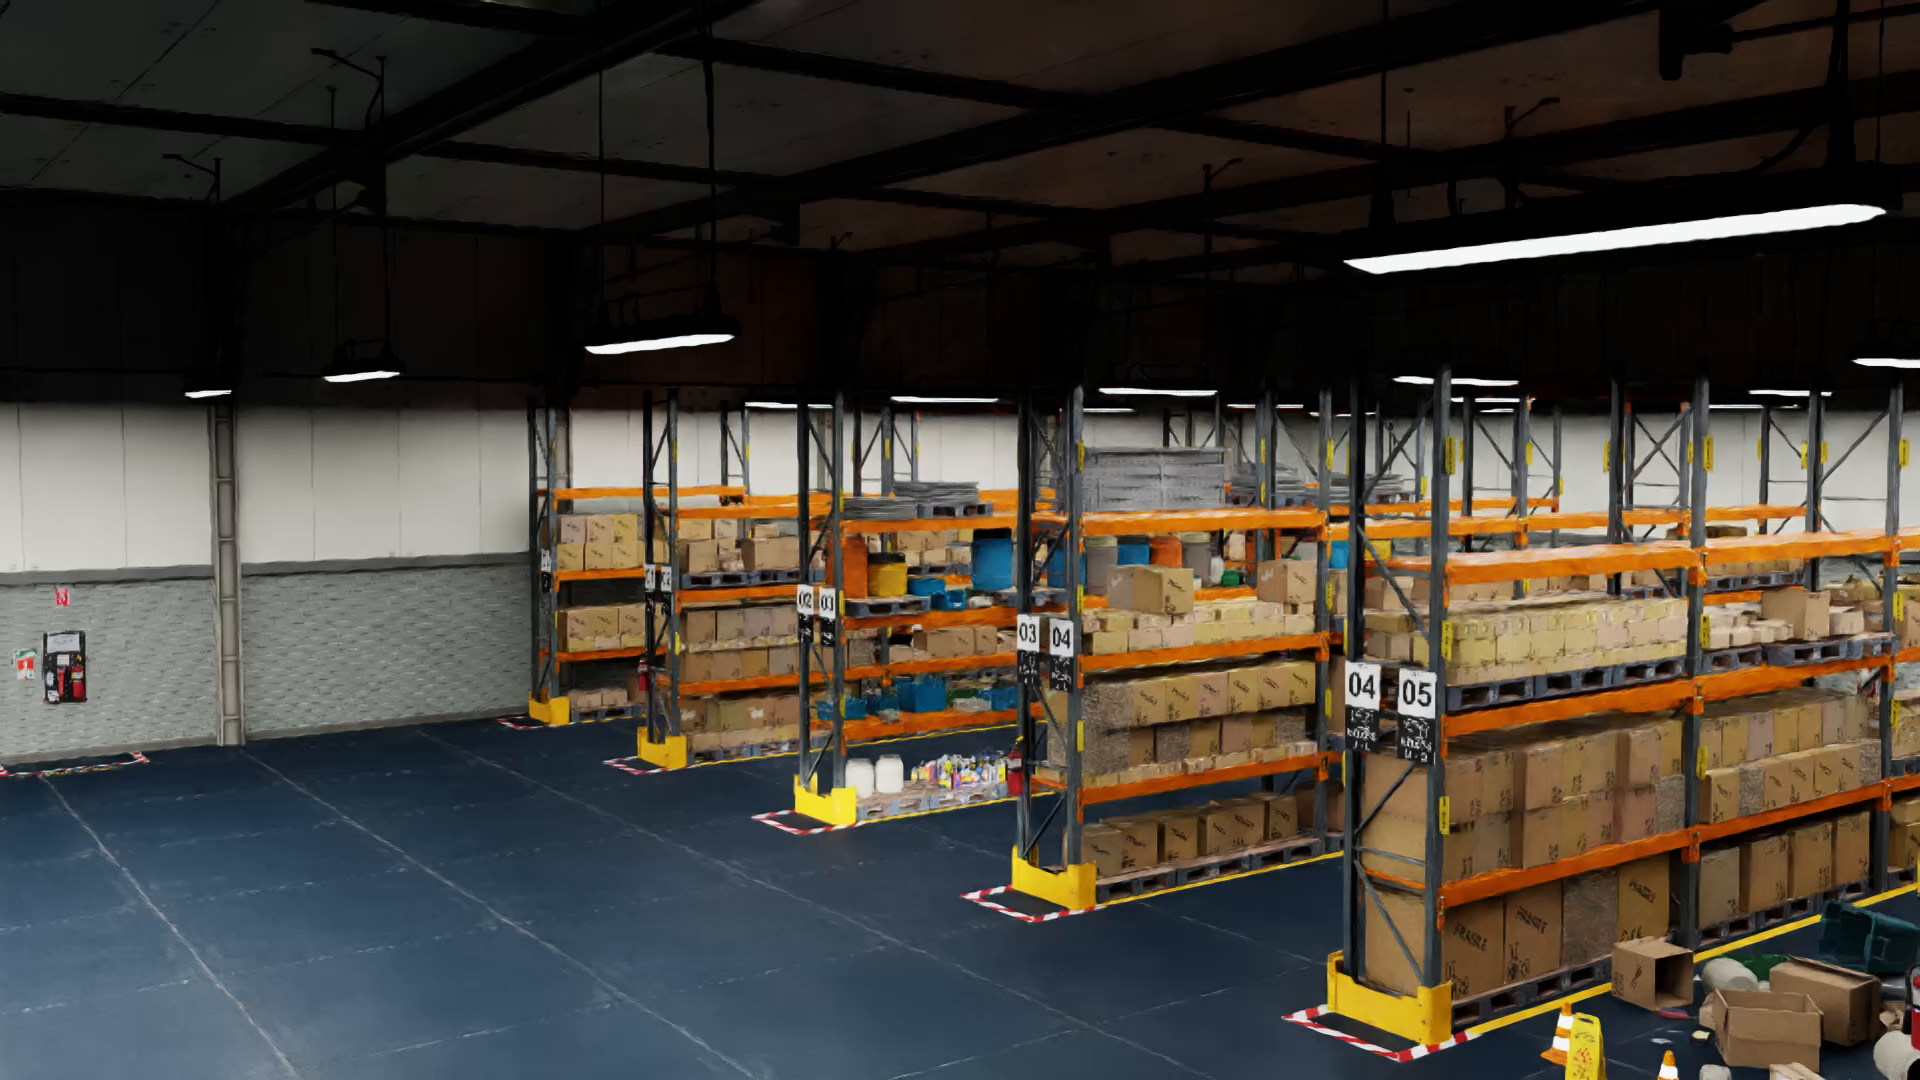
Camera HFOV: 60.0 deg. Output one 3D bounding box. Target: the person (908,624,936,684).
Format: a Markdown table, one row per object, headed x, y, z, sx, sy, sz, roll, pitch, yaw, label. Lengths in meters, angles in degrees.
| x | y | z | sx | sy | sz | roll | pitch | yaw | label |
| --- | --- | --- | --- | --- | --- | --- | --- | --- | --- |
| -0.782 | 2.435 | 31.735 | 1.117 | 1.691 | 0.577 | -2 | 4 | -33 | person |

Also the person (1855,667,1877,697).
| x | y | z | sx | sy | sz | roll | pitch | yaw | label |
| --- | --- | --- | --- | --- | --- | --- | --- | --- | --- |
| 14.566 | 2.674 | 26.665 | 0.466 | 1.794 | 0.629 | 2 | 4 | 26 | person |
